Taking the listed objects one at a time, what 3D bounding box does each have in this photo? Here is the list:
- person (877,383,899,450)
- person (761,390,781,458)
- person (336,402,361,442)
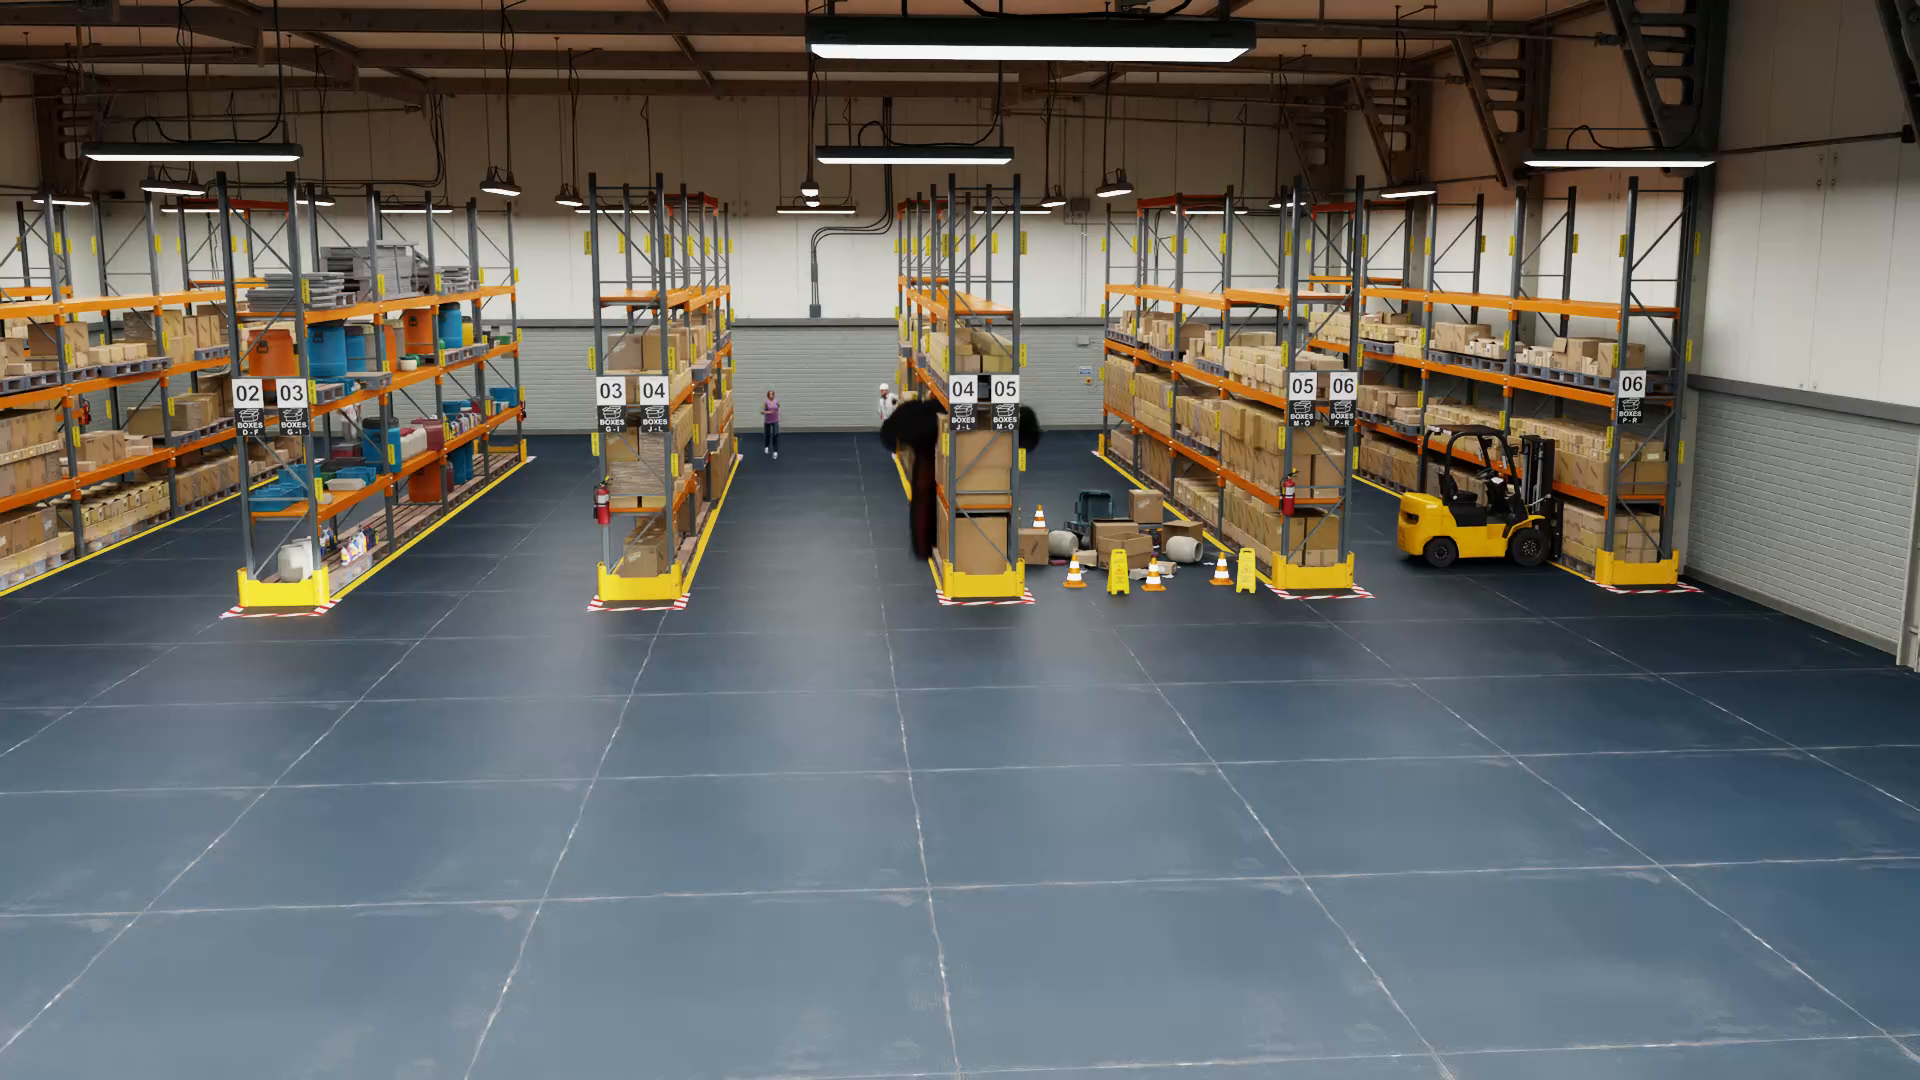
[{"bbox_3d":[-1.701,-3.013,40.899,0.655,1.697,0.724,7,12,35],"label":"person"},{"bbox_3d":[-4.531,-2.801,39.814,0.525,1.609,0.861,-3,11,-18],"label":"person"},{"bbox_3d":[-14.555,-2.788,39.630,0.531,1.747,0.849,-3,10,-15],"label":"person"}]
